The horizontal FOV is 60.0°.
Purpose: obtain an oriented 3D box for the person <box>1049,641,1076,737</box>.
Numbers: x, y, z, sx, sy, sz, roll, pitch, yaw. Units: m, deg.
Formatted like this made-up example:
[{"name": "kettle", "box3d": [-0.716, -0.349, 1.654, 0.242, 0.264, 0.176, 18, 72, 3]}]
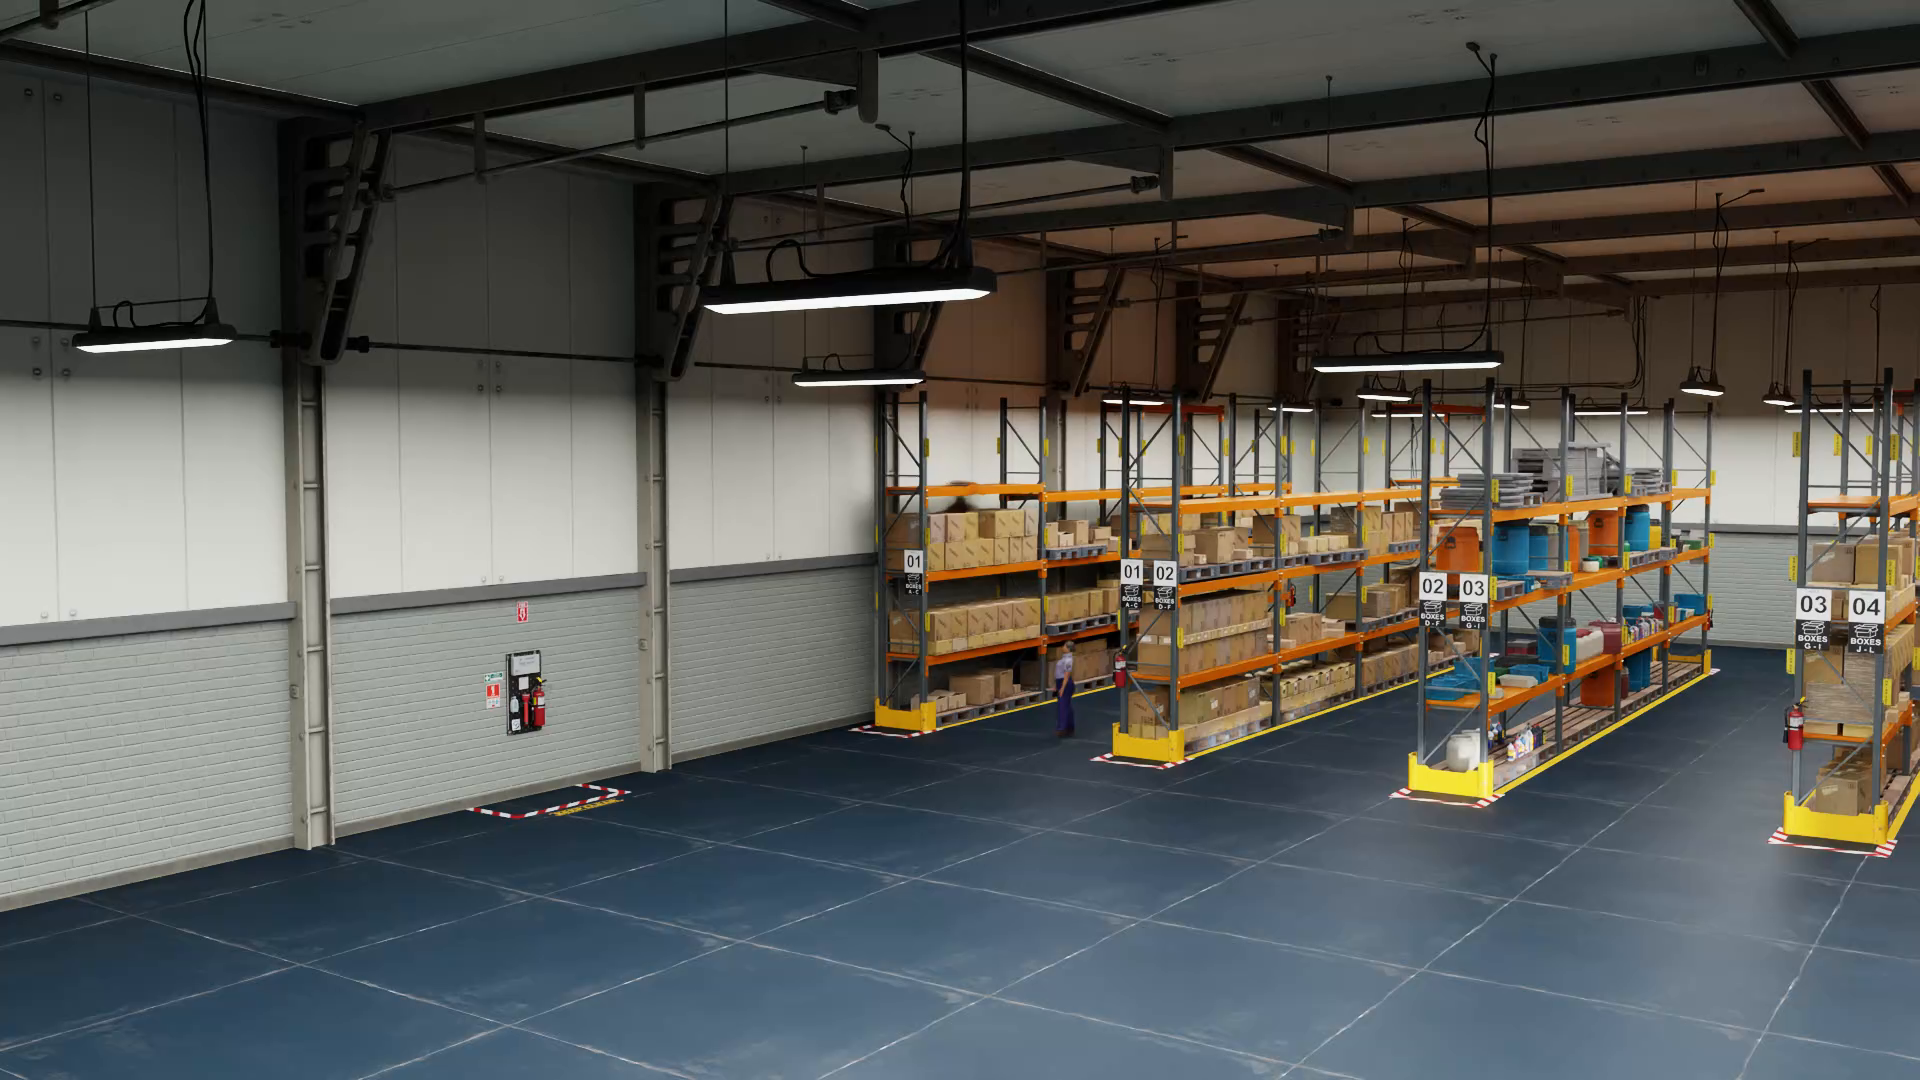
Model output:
[{"name": "person", "box3d": [1.776, 2.588, 29.000, 0.513, 1.654, 0.491, 0, 3, -9]}]
